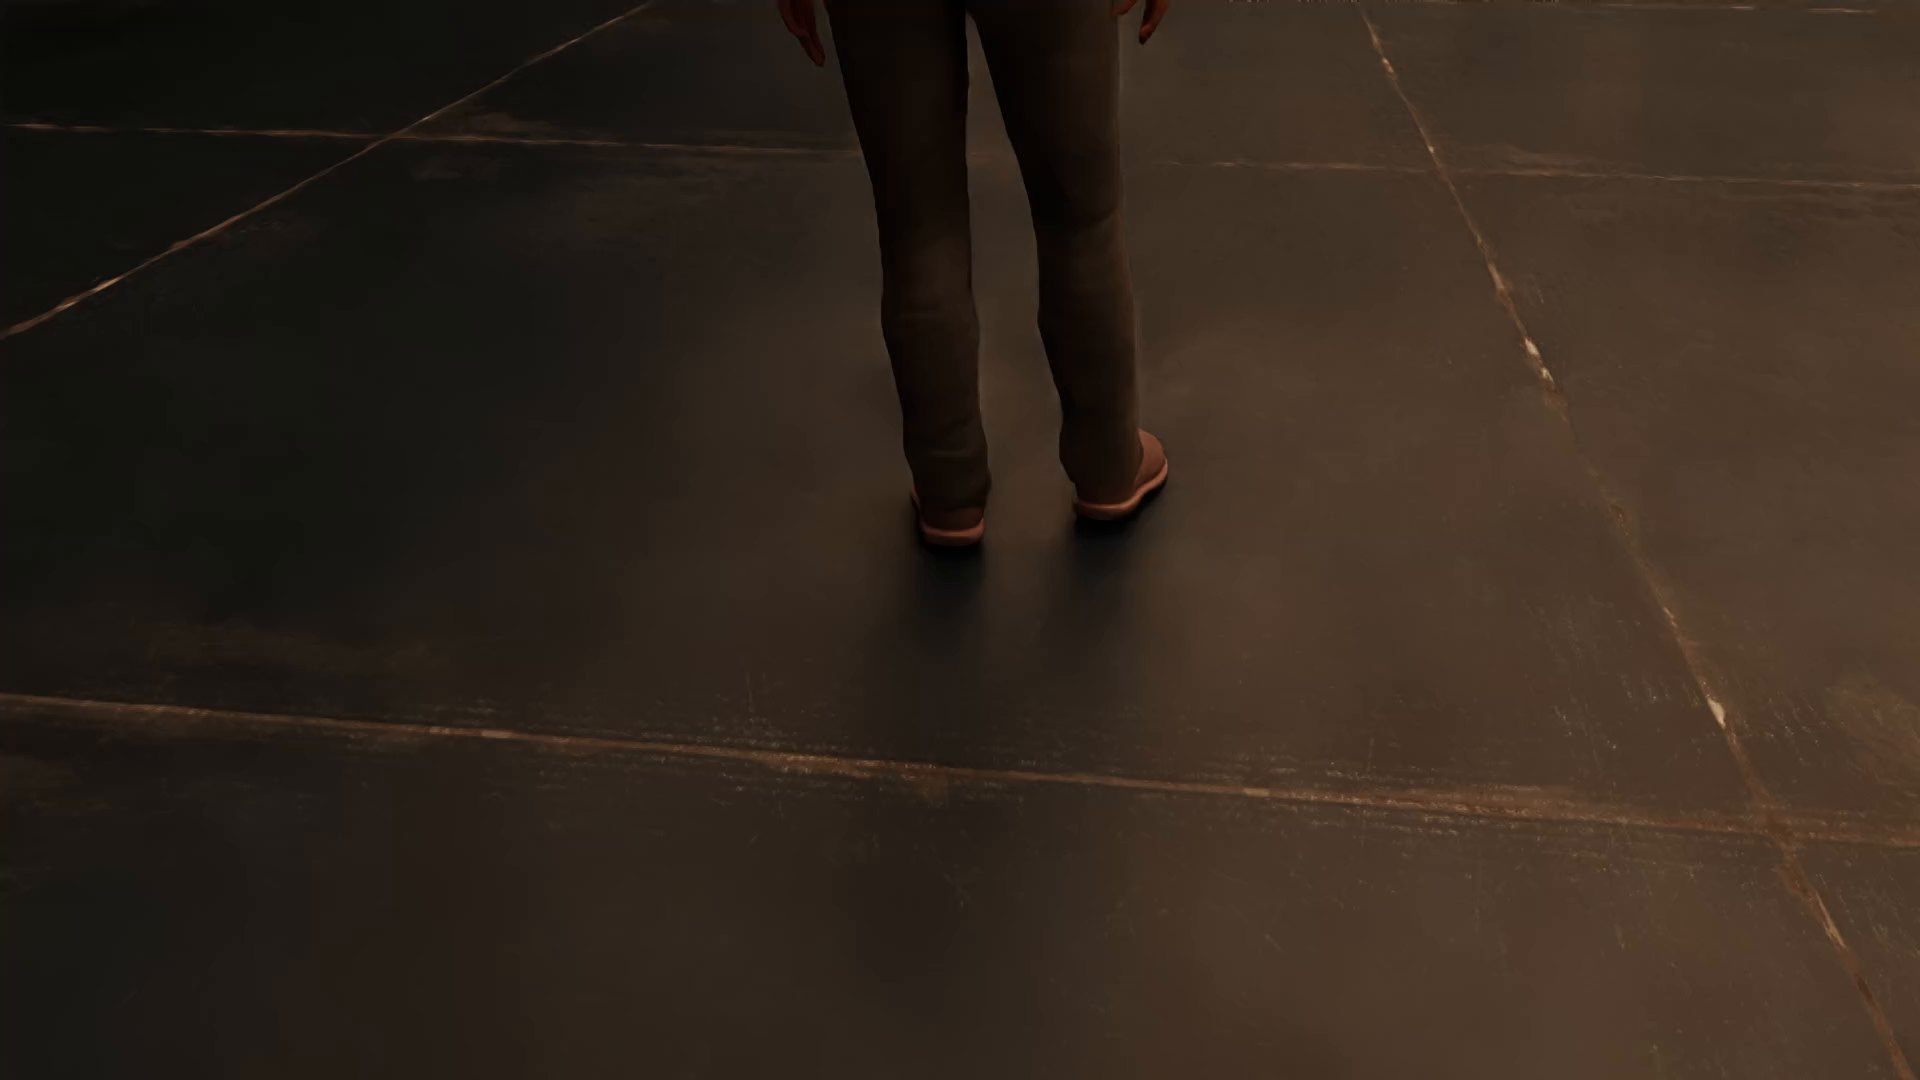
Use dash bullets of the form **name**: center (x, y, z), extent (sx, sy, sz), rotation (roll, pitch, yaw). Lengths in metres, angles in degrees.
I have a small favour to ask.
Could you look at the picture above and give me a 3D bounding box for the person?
- **person**: center (0.031, -0.784, 2.203), extent (0.570, 1.654, 0.503), rotation (3, 27, 7)
